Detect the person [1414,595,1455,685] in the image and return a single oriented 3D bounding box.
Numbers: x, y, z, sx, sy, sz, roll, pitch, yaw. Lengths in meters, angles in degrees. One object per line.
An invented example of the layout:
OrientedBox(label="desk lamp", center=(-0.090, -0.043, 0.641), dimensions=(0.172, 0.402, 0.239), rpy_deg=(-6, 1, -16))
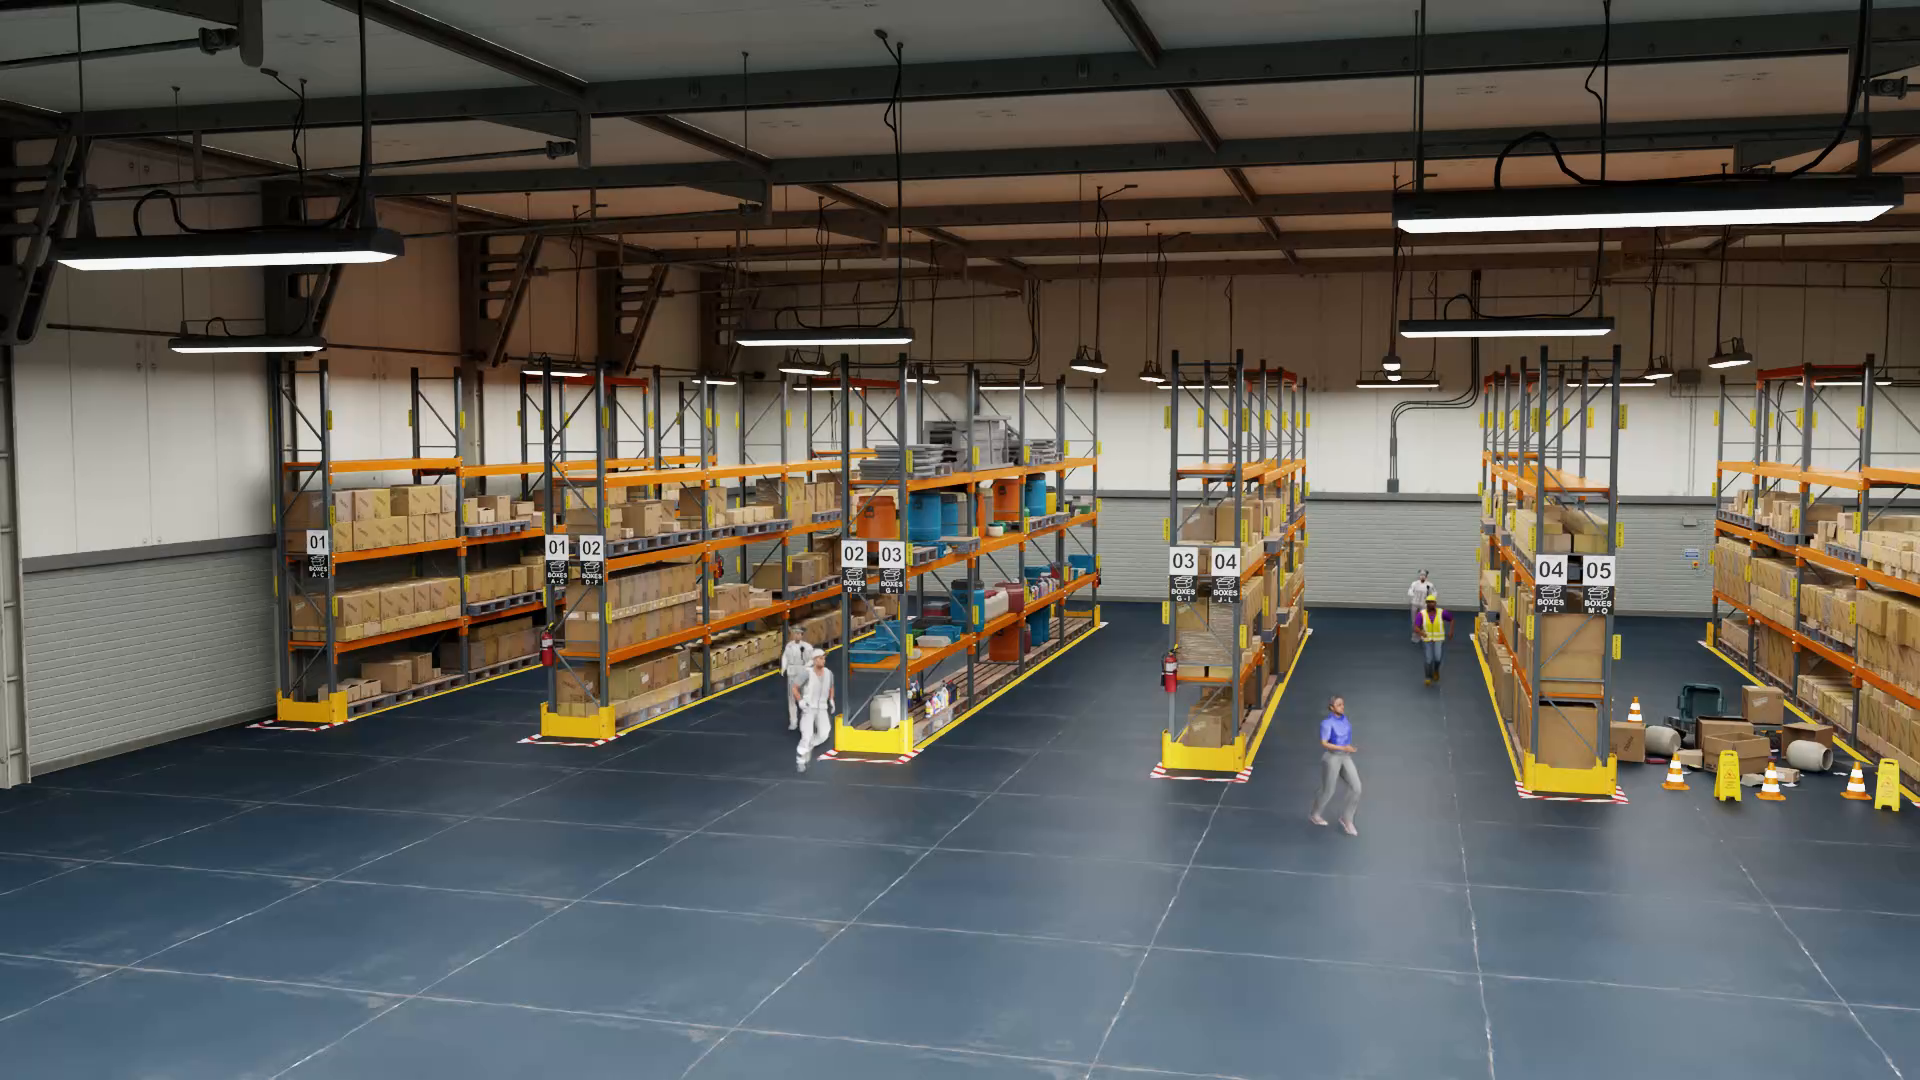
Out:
OrientedBox(label="person", center=(8.883, 1.889, 31.204), dimensions=(0.719, 1.714, 0.743), rpy_deg=(1, 4, 19))

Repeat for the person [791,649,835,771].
OrientedBox(label="person", center=(-2.064, 2.431, 23.891), dimensions=(0.716, 1.730, 0.538), rpy_deg=(-2, 5, -29))

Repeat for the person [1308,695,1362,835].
OrientedBox(label="person", center=(4.577, 2.736, 20.265), dimensions=(0.576, 1.705, 0.726), rpy_deg=(-3, 5, -33))

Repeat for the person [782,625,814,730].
OrientedBox(label="person", center=(-2.636, 2.207, 27.096), dimensions=(0.642, 1.671, 0.857), rpy_deg=(1, 4, 11))

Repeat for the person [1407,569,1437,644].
OrientedBox(label="person", center=(10.346, 1.493, 37.295), dimensions=(0.617, 1.704, 0.663), rpy_deg=(2, 4, 22))
